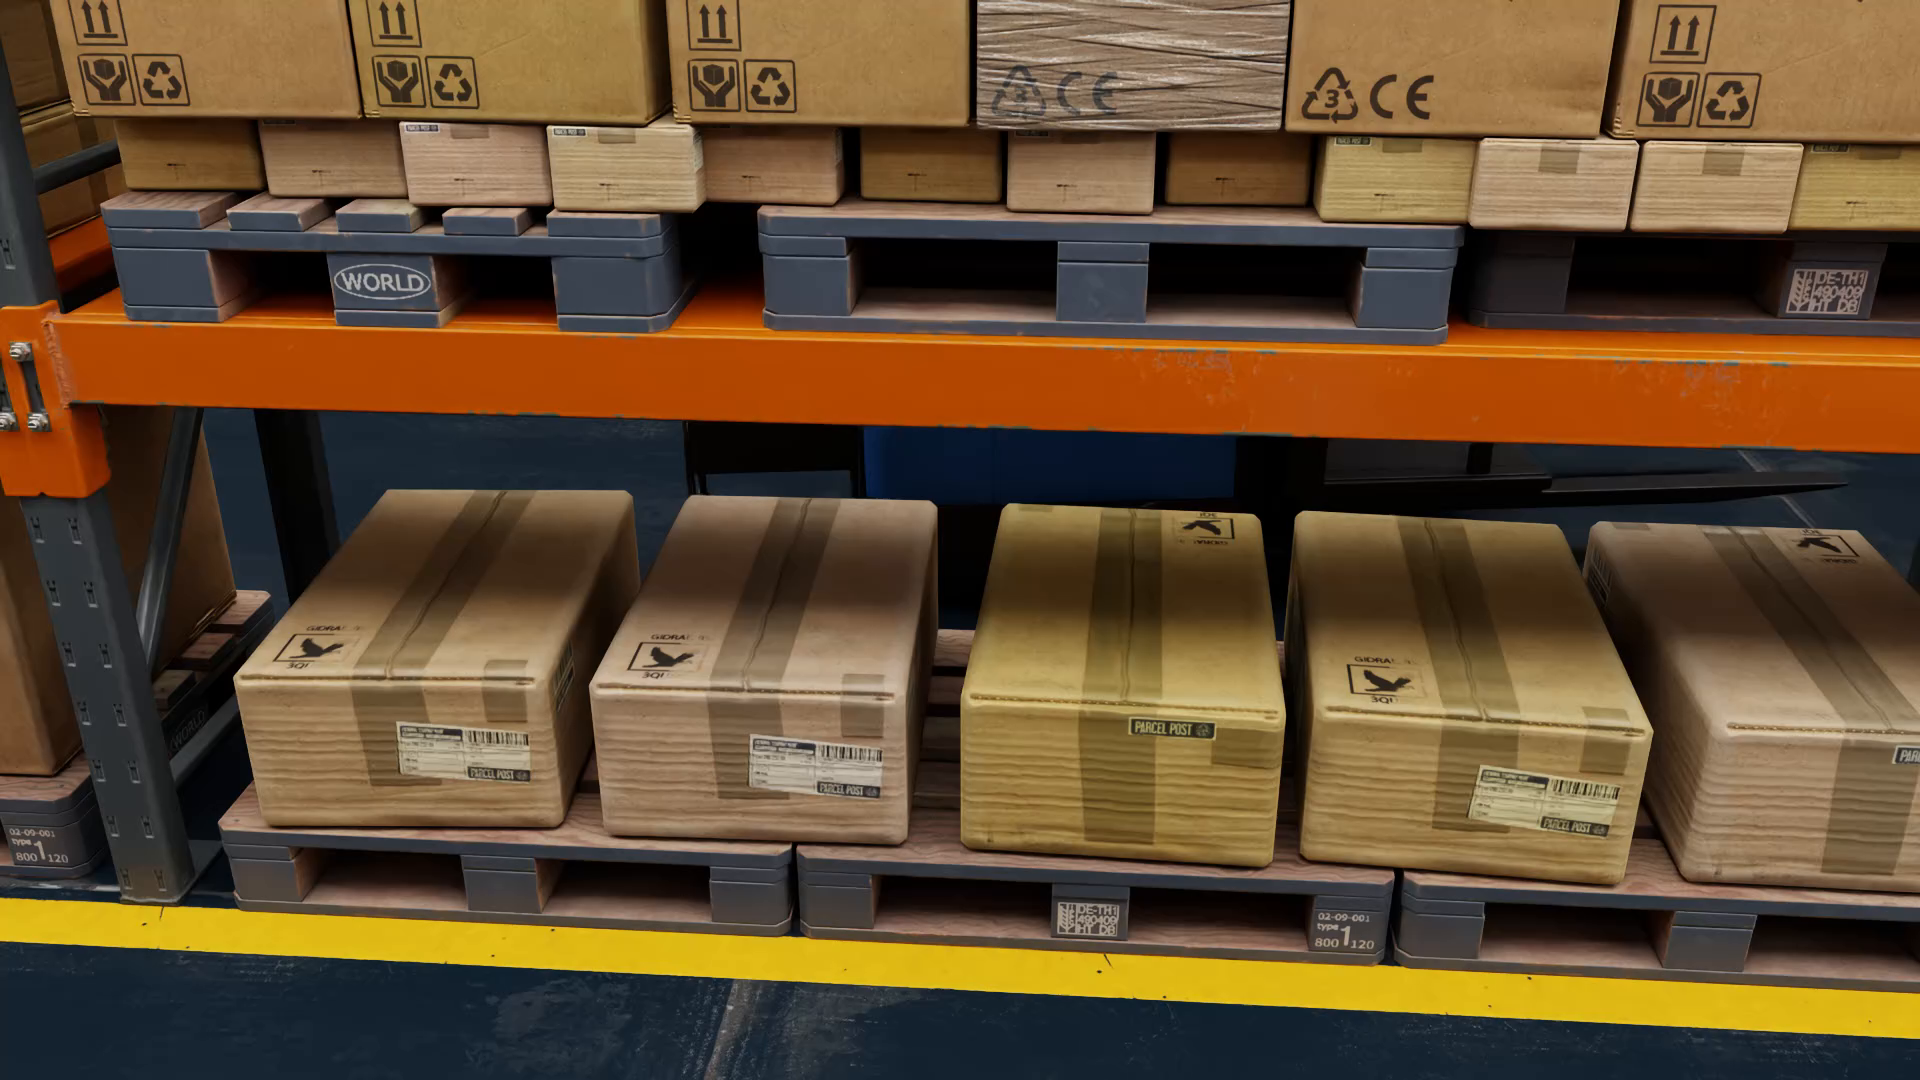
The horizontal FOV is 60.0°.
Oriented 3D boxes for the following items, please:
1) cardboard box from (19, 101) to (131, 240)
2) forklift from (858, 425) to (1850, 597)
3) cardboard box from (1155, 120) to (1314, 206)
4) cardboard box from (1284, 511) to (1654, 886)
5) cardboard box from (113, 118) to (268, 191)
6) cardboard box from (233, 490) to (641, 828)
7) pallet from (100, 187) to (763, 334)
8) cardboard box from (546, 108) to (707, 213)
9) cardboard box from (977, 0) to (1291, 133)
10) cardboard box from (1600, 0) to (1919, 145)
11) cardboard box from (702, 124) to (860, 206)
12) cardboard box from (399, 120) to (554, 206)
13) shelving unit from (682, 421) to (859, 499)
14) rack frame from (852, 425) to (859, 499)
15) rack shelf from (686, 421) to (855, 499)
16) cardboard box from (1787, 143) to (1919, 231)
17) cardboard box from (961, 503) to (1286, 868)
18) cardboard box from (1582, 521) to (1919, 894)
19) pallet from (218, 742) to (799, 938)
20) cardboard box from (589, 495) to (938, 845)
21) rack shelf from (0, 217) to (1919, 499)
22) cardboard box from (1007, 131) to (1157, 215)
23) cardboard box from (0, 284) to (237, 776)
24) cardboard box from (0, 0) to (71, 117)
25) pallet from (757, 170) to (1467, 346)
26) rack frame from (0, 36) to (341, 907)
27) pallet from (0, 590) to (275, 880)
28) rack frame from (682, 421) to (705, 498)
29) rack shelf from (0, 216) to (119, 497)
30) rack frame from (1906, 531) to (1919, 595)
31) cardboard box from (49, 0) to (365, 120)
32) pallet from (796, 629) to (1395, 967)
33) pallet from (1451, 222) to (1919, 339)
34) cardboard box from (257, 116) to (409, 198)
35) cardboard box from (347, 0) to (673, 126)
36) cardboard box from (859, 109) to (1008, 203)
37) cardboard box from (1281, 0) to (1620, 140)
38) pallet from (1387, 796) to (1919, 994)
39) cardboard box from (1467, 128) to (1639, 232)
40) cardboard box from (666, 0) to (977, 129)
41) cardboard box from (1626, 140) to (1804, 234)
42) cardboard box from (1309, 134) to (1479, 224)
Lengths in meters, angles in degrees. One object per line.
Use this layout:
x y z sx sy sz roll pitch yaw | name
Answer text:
-2.161 -0.842 3.670 0.500 0.250 0.500 1 25 3 | cardboard box
1.199 -1.397 4.780 3.031 2.935 1.130 -2 25 -4 | forklift
0.491 -0.729 3.045 0.250 0.149 0.380 1 25 2 | cardboard box
1.056 0.304 3.641 0.625 0.372 0.950 3 25 7 | cardboard box
-1.382 -0.778 3.151 0.250 0.149 0.380 0 25 1 | cardboard box
-1.130 0.236 3.790 0.625 0.372 0.950 0 25 0 | cardboard box
-0.974 -0.724 3.464 1.003 0.211 1.213 2 25 4 | pallet
-0.561 -0.710 3.002 0.250 0.149 0.380 2 25 4 | cardboard box
0.287 -1.003 2.863 0.500 0.500 0.500 1 25 2 | cardboard box
1.323 -0.967 2.786 0.500 0.500 0.500 2 25 4 | cardboard box
-0.315 -0.734 3.056 0.250 0.149 0.380 3 25 7 | cardboard box
-0.834 -0.727 3.040 0.250 0.149 0.380 0 25 1 | cardboard box
-0.564 -0.930 4.759 0.503 2.100 0.431 -2 25 -4 | shelving unit
-0.321 -0.937 4.775 0.015 2.100 0.400 -2 25 -4 | rack frame
-0.564 -0.282 5.057 0.480 0.518 0.431 -2 25 -4 | rack shelf
1.500 -0.655 2.884 0.250 0.149 0.380 1 25 2 | cardboard box
0.362 0.283 3.688 0.625 0.372 0.950 3 25 6 | cardboard box
1.773 0.326 3.595 0.625 0.372 0.950 2 25 5 | cardboard box
-0.913 0.503 3.904 1.213 0.211 1.003 2 25 4 | pallet
-0.393 0.256 3.746 0.625 0.372 0.950 1 25 3 | cardboard box
0.302 -0.399 3.388 4.000 0.370 1.077 2 25 4 | rack shelf
0.225 -0.706 2.994 0.250 0.149 0.380 3 25 6 | cardboard box
-2.375 -0.072 3.857 0.875 0.875 0.875 2 25 4 | cardboard box
-2.179 -1.067 3.563 0.500 0.250 0.500 2 25 4 | cardboard box
0.285 -0.656 3.317 1.213 0.211 1.003 2 25 4 | pallet
-1.692 -0.789 3.377 0.127 3.000 1.000 2 25 4 | rack frame
-2.473 0.421 4.083 1.213 0.211 1.003 2 25 4 | pallet
-0.808 -0.922 4.743 0.015 2.100 0.400 -2 25 -4 | rack frame
-3.686 -0.527 3.666 4.000 0.370 1.077 2 25 4 | rack shelf
2.296 -0.661 3.099 0.127 3.000 1.000 2 25 4 | rack frame
-1.261 -1.050 2.965 0.500 0.500 0.500 1 25 3 | cardboard box
0.300 0.543 3.817 1.213 0.211 1.003 2 25 4 | pallet
1.545 -0.659 3.324 1.213 0.211 1.003 2 25 4 | pallet
-1.103 -0.755 3.101 0.250 0.149 0.380 0 25 1 | cardboard box
-0.741 -1.036 2.935 0.500 0.500 0.500 3 25 7 | cardboard box
-0.030 -0.742 3.072 0.250 0.149 0.380 3 25 6 | cardboard box
0.809 -0.986 2.827 0.500 0.500 0.500 3 25 6 | cardboard box
1.520 0.581 3.735 1.213 0.211 1.003 2 25 4 | pallet
0.986 -0.655 2.884 0.250 0.149 0.380 2 25 4 | cardboard box
-0.211 -1.022 2.904 0.500 0.500 0.500 2 25 5 | cardboard box
1.240 -0.648 2.869 0.250 0.149 0.380 1 25 3 | cardboard box
0.746 -0.678 2.933 0.250 0.149 0.380 2 25 4 | cardboard box
